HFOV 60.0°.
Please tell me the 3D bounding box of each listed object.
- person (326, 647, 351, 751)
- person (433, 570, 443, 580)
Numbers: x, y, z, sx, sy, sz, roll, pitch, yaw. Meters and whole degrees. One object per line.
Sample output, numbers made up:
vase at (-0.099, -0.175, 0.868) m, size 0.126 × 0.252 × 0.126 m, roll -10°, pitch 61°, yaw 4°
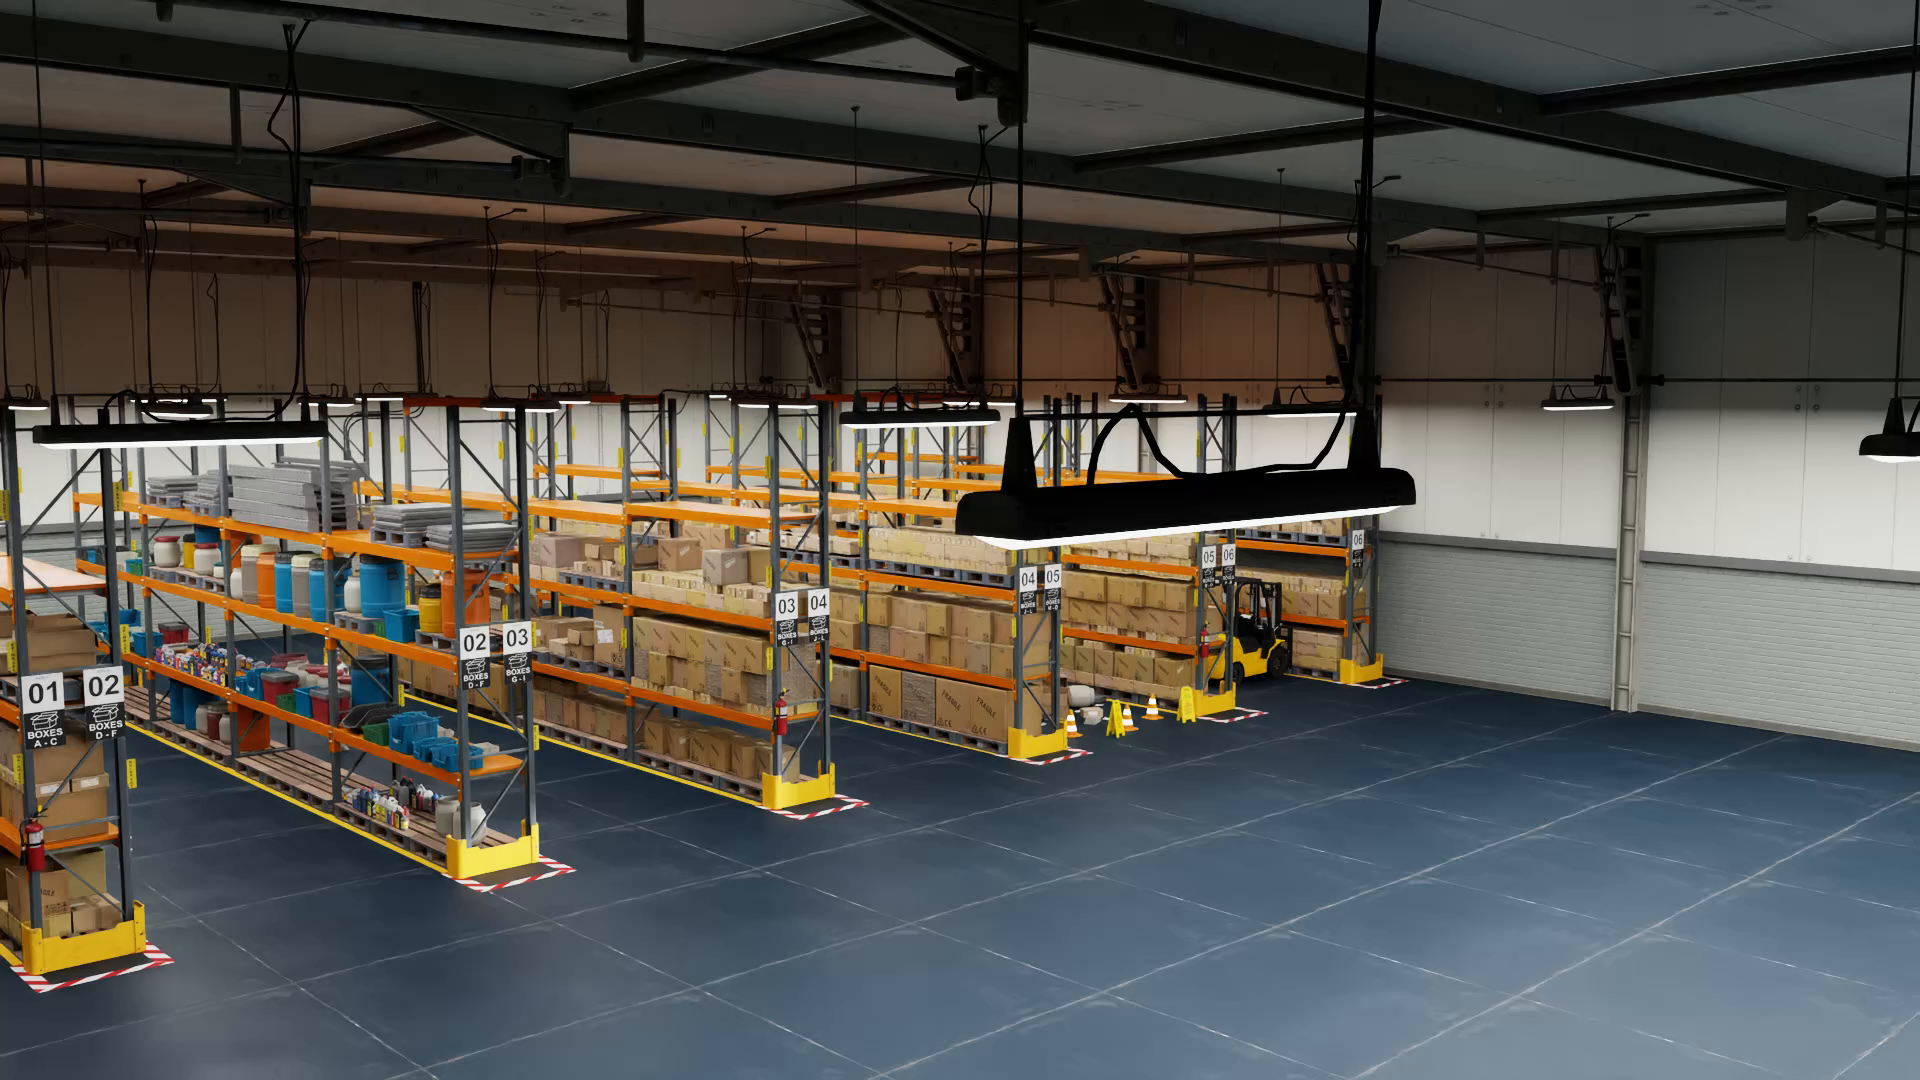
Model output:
person at (-10.681, 2.691, 28.548) m, size 1.031 × 1.703 × 0.670 m, roll 5°, pitch 7°, yaw 42°
person at (-12.991, 1.506, 41.499) m, size 0.497 × 1.629 × 0.817 m, roll 2°, pitch 6°, yaw 21°
